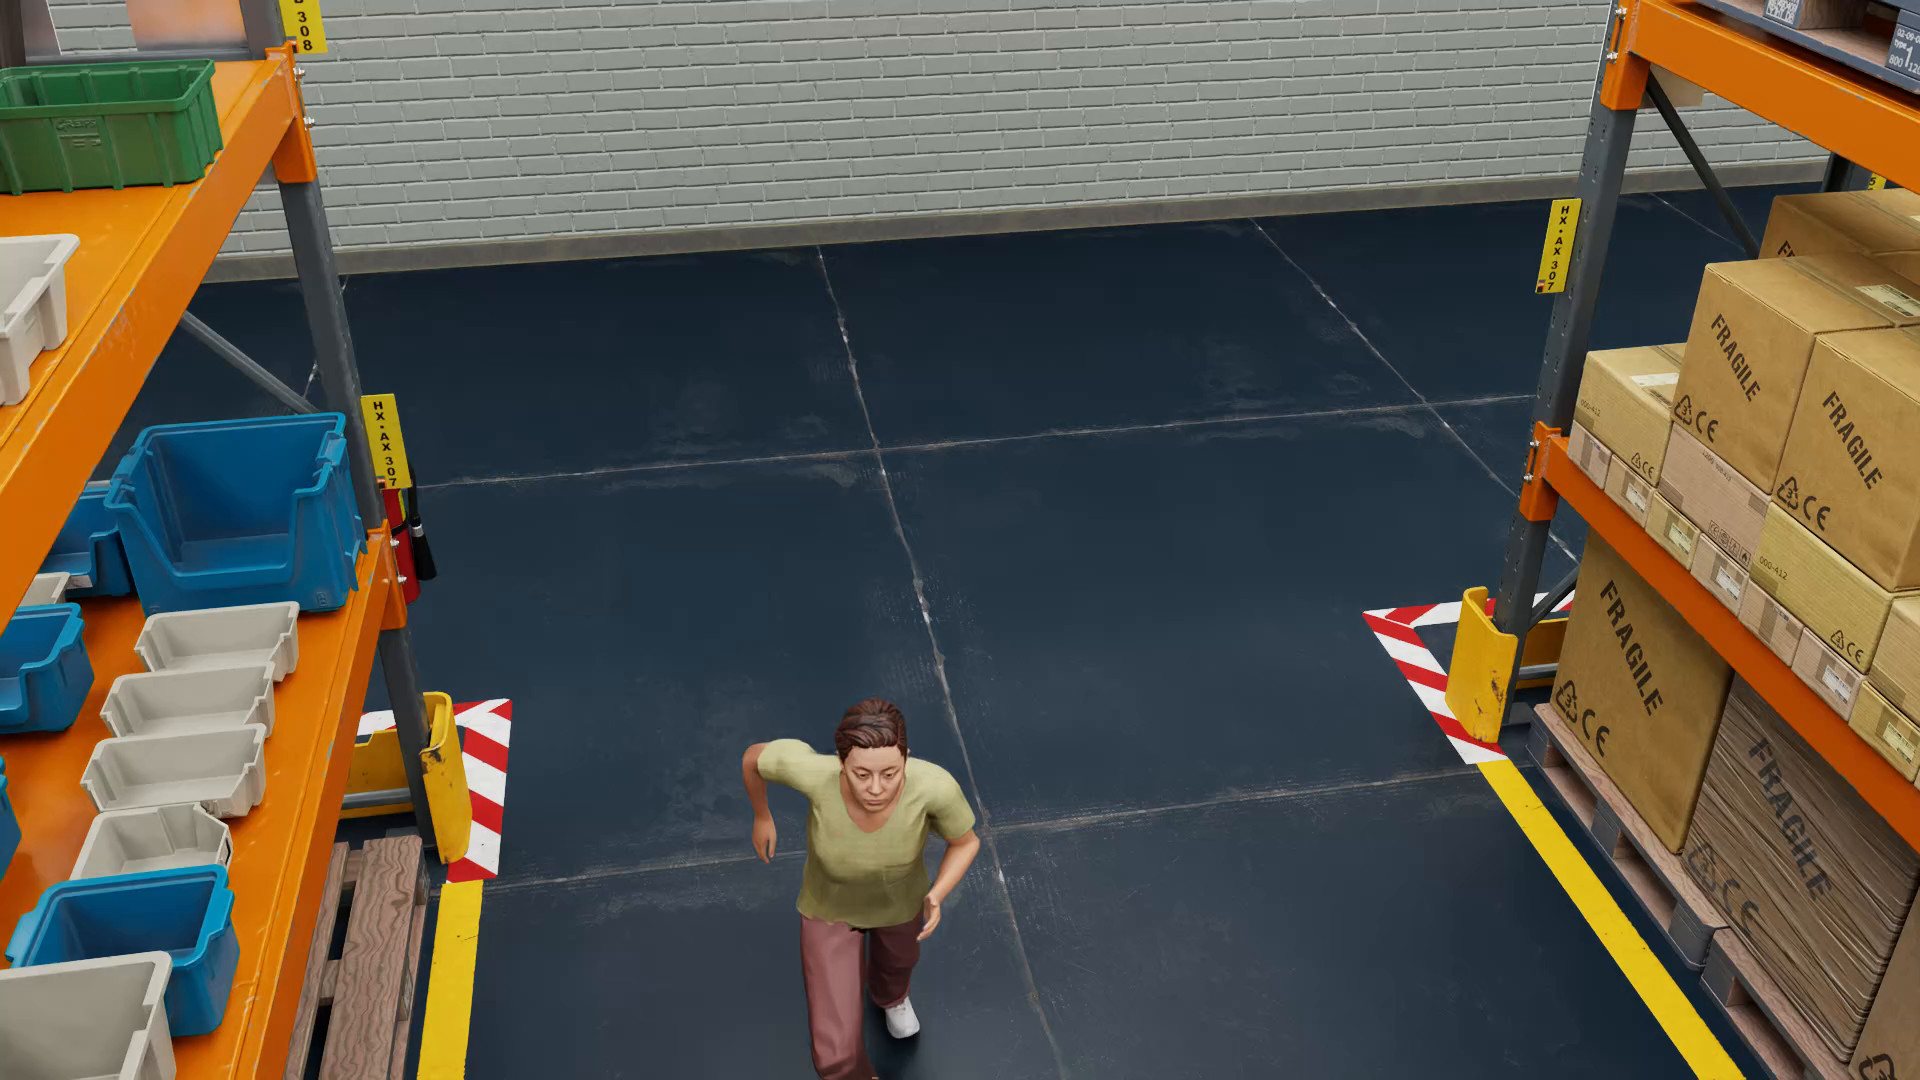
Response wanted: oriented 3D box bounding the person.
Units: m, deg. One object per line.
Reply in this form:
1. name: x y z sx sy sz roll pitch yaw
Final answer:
1. person: -0.263 1.079 4.597 0.573 1.367 0.908 -8 32 -13
